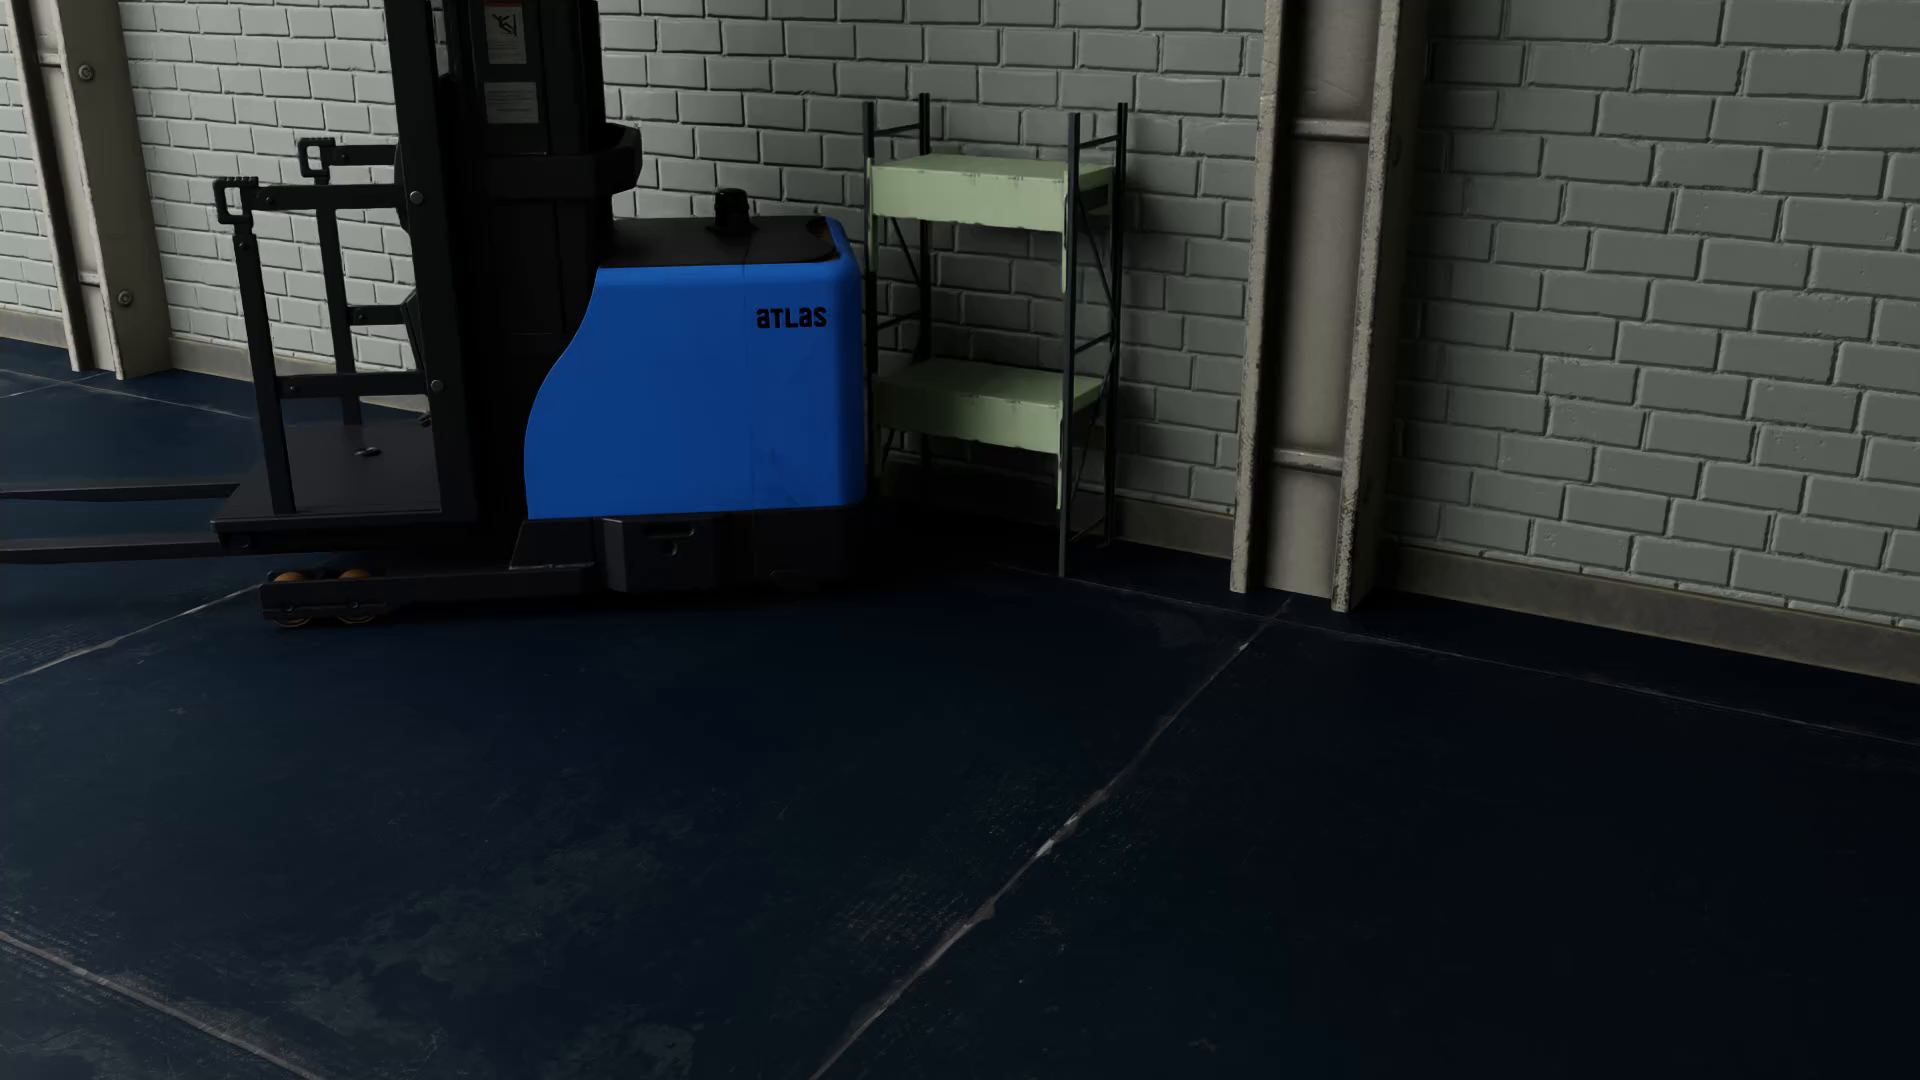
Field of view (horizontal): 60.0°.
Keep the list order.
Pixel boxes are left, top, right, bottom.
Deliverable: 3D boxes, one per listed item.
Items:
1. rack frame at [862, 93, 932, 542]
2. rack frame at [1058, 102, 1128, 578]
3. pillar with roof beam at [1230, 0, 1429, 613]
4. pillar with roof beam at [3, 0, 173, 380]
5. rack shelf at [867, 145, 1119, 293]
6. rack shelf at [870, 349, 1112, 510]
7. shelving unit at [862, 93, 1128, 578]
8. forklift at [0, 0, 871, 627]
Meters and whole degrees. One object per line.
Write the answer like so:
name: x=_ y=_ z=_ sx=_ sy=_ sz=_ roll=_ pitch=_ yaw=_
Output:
rack frame: x=-0.210 y=-0.759 z=5.757 sx=0.023 sy=1.500 sz=0.400 roll=11 pitch=22 yaw=27
rack frame: x=0.433 y=-0.640 z=5.428 sx=0.023 sy=1.500 sz=0.400 roll=11 pitch=22 yaw=27
pillar with roof beam: x=-0.975 y=-2.797 z=0.380 sx=0.400 sy=9.000 sz=9.100 roll=11 pitch=23 yaw=27
pillar with roof beam: x=-6.213 y=-3.795 z=3.131 sx=0.400 sy=9.000 sz=9.100 roll=11 pitch=23 yaw=27
rack shelf: x=0.112 y=-1.066 z=5.460 sx=0.720 sy=0.370 sz=0.431 roll=11 pitch=22 yaw=27
rack shelf: x=0.111 y=-0.393 z=5.704 sx=0.720 sy=0.370 sz=0.431 roll=11 pitch=22 yaw=27
shelving unit: x=0.111 y=-0.699 z=5.593 sx=0.755 sy=1.500 sz=0.431 roll=11 pitch=22 yaw=27
forklift: x=-1.847 y=-1.300 z=5.152 sx=3.031 sy=2.935 sz=1.130 roll=-3 pitch=20 yaw=-7
